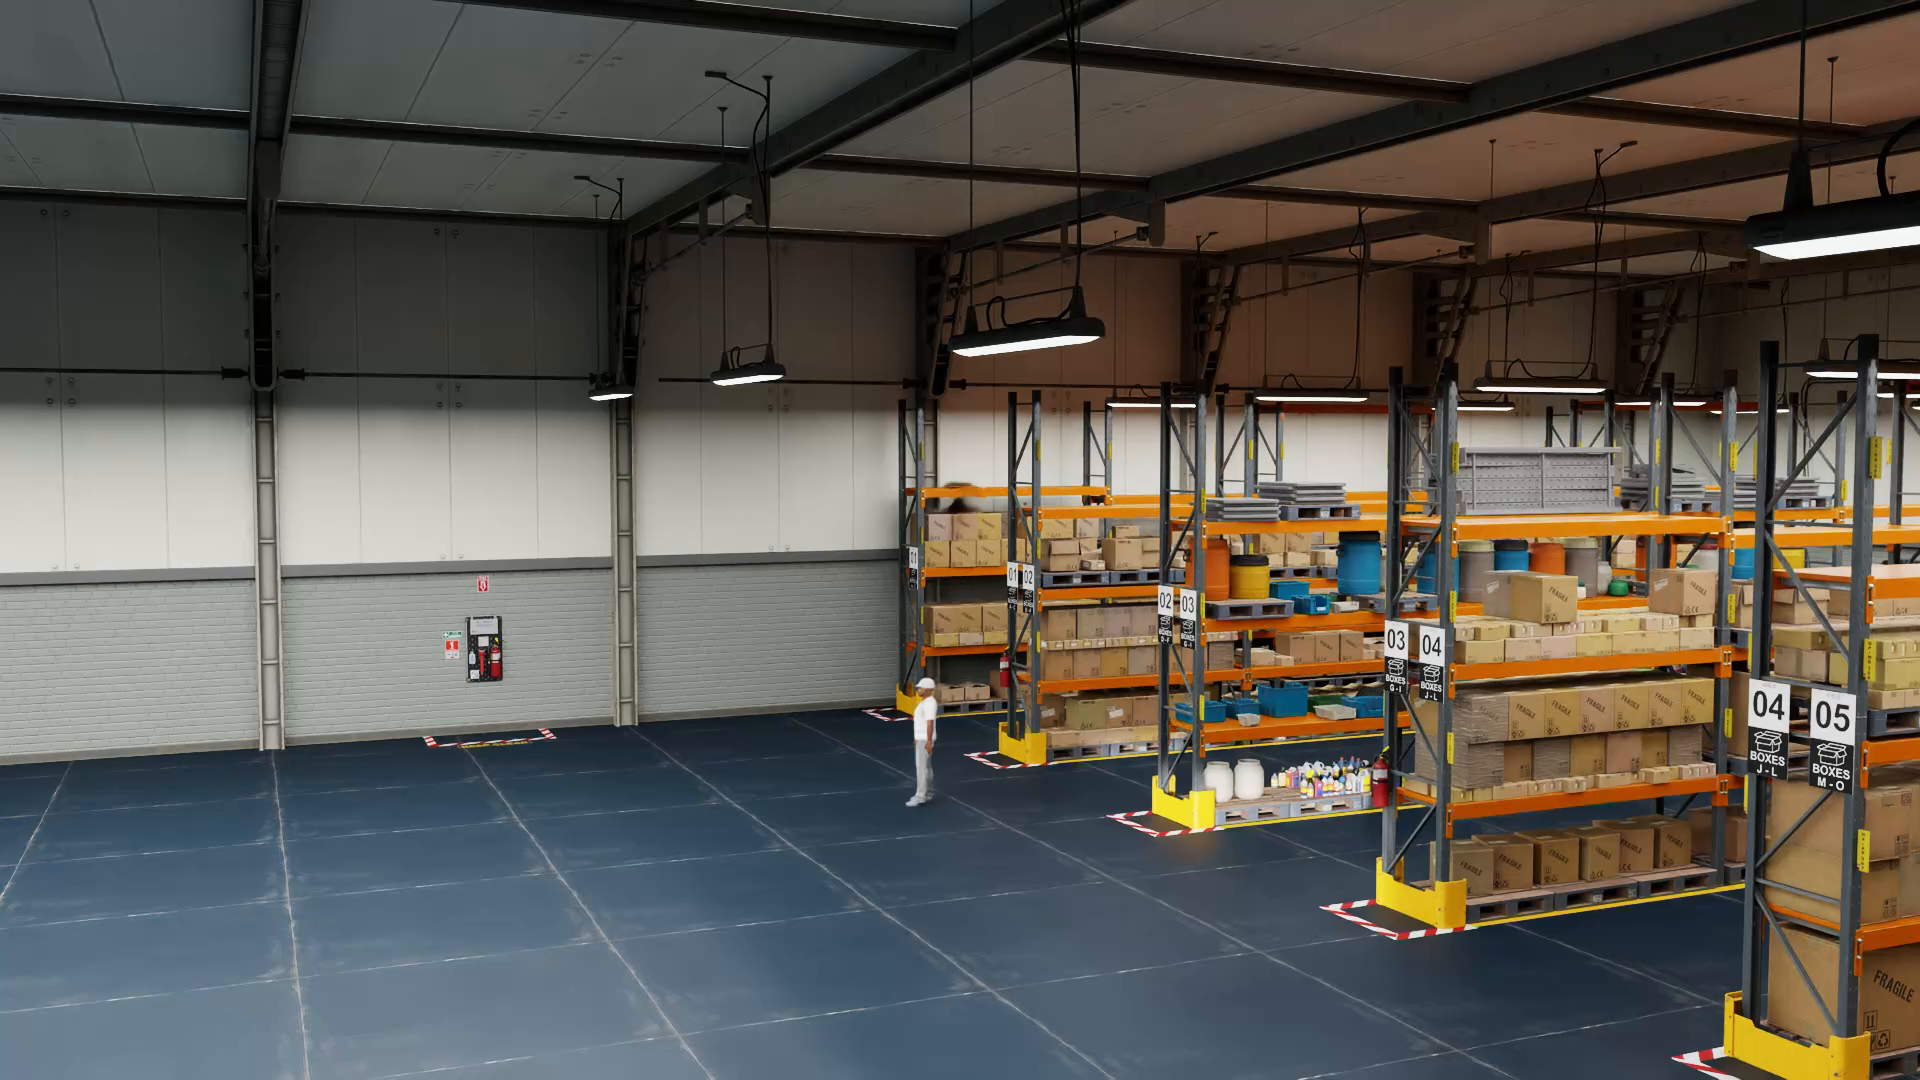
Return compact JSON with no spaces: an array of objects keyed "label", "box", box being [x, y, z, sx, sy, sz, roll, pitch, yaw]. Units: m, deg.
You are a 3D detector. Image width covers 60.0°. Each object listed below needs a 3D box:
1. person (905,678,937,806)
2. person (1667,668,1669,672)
[{"label":"person","box":[-0.556,2.878,23.905,0.466,1.777,0.680,0,3,-1]},{"label":"person","box":[12.971,2.504,30.809,0.983,1.756,0.588,-1,4,-23]}]
